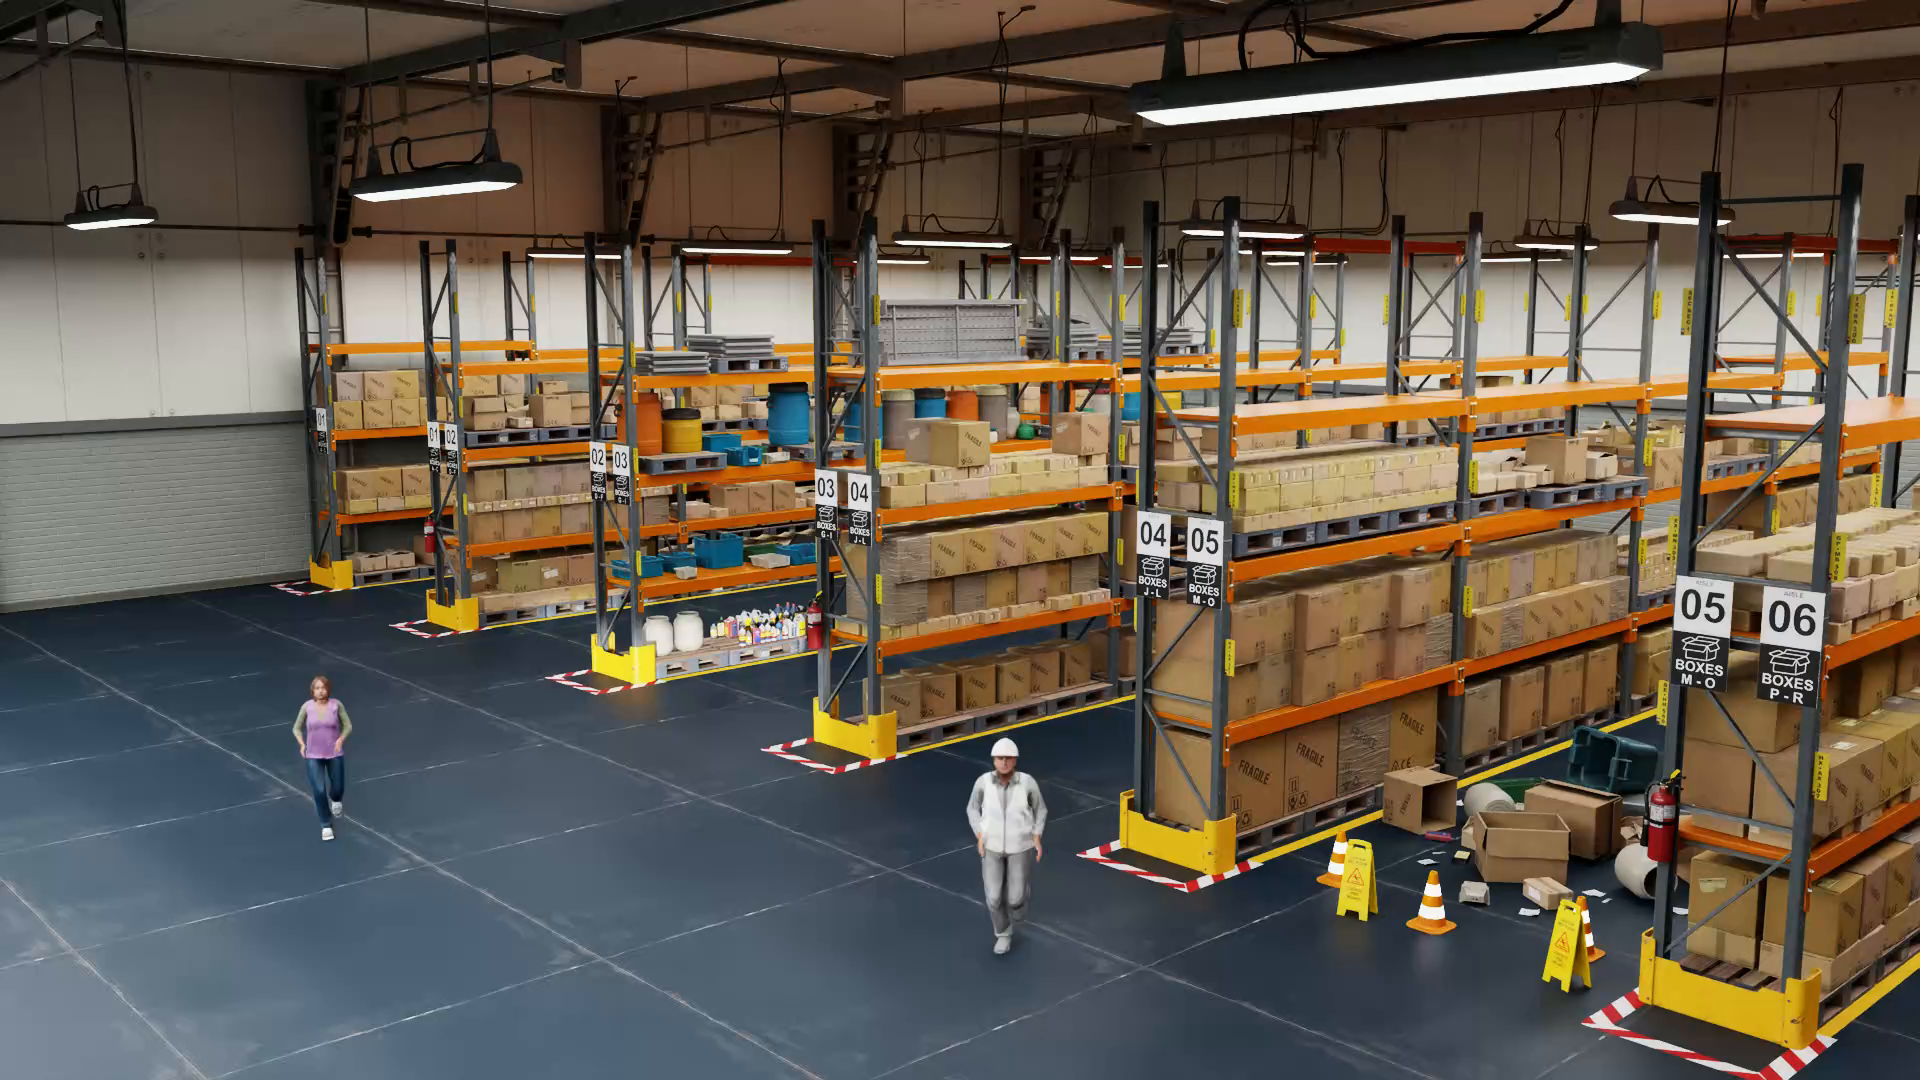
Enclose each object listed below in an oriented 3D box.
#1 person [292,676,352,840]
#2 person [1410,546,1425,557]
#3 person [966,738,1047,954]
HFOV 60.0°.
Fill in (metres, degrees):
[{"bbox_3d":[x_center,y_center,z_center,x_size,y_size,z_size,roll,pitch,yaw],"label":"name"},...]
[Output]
[{"bbox_3d":[-6.124,2.068,15.997,0.538,1.549,0.608,-3,9,-19],"label":"person"},{"bbox_3d":[6.431,0.877,23.497,0.685,1.739,0.801,6,10,35],"label":"person"},{"bbox_3d":[0.371,2.400,13.241,0.644,1.724,0.620,1,8,6],"label":"person"}]
